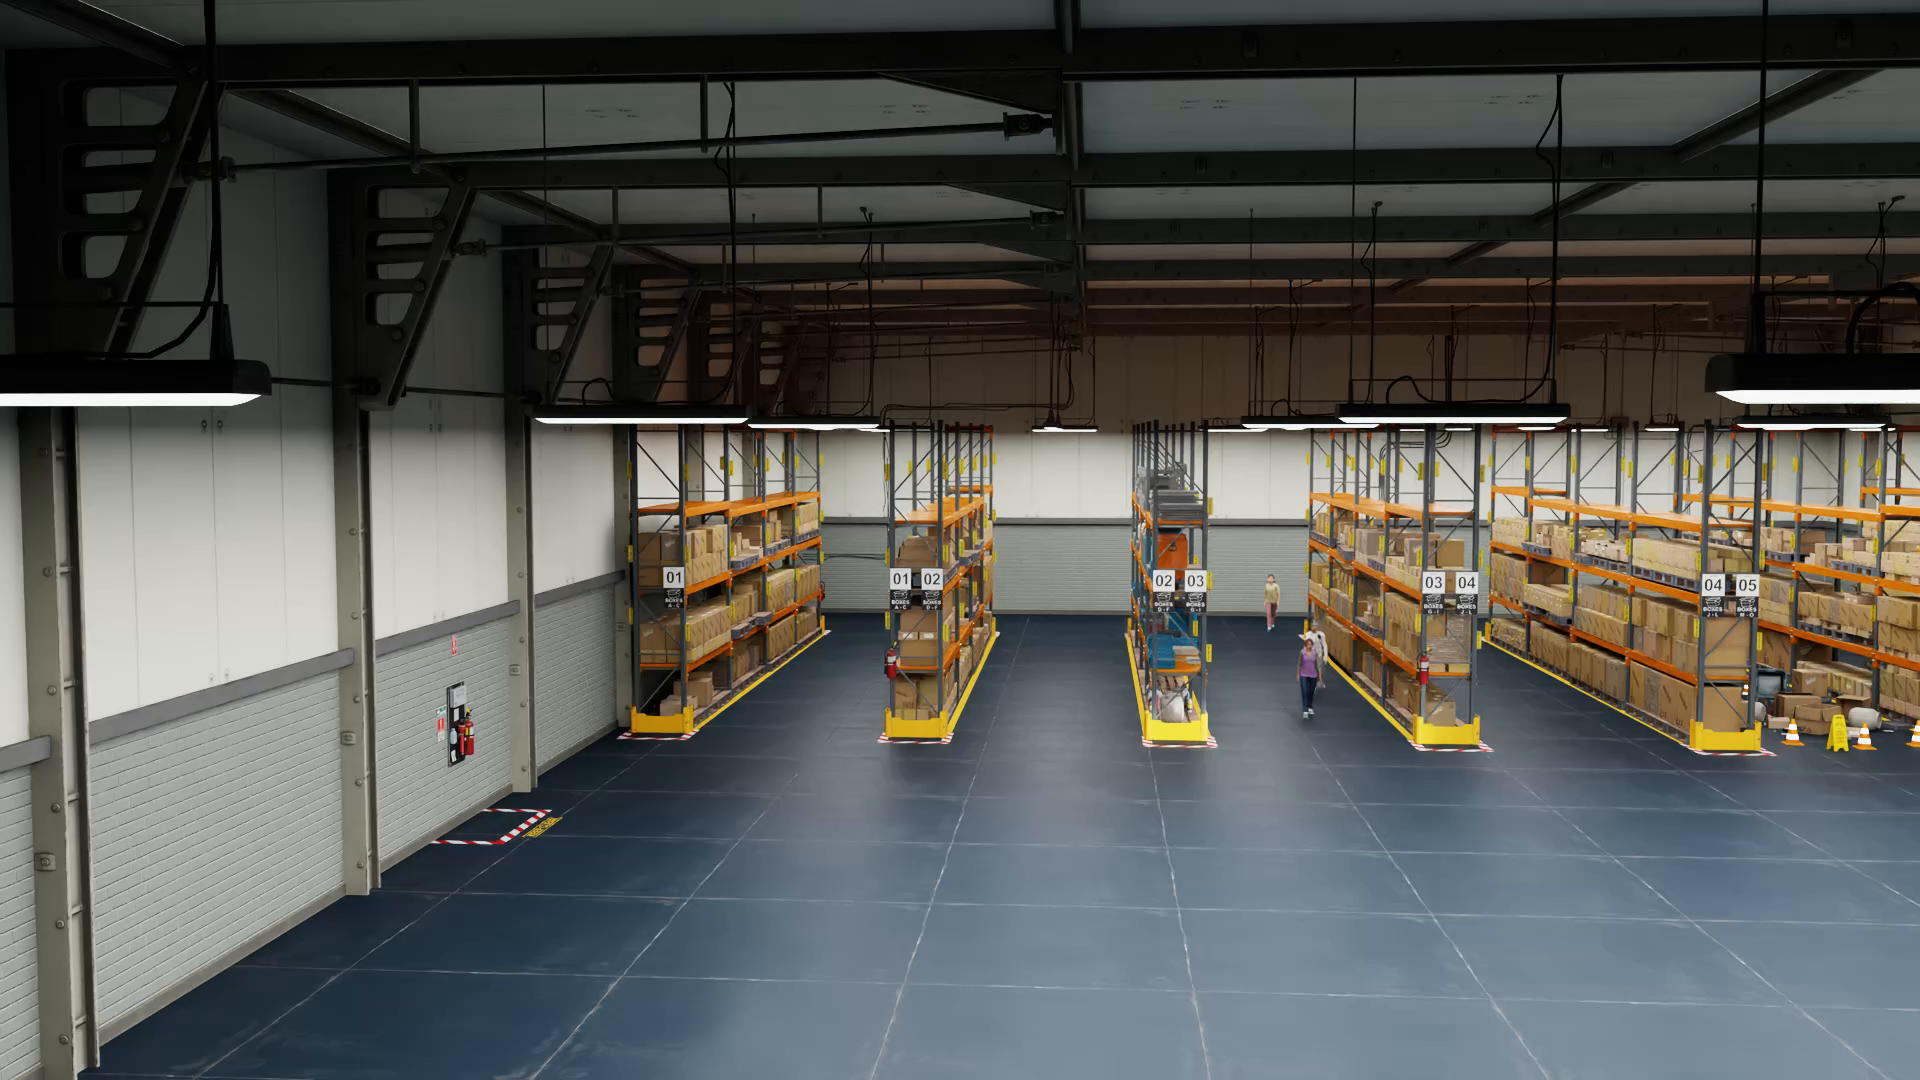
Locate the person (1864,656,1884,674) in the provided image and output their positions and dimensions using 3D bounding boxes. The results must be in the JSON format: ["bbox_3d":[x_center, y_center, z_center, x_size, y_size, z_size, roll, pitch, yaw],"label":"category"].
[{"bbox_3d":[21.141,2.508,38.441,0.517,1.574,0.688,0,4,-3],"label":"person"}]

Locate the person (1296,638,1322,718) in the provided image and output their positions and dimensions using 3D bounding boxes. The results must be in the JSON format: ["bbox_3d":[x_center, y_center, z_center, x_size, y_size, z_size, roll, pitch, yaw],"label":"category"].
[{"bbox_3d":[7.095,2.790,33.768,0.483,1.569,0.708,0,4,5],"label":"person"}]

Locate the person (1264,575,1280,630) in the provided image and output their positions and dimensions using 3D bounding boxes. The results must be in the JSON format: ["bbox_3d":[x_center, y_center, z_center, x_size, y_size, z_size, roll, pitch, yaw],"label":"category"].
[{"bbox_3d":[9.146,1.820,48.701,0.451,1.604,1.064,0,4,7],"label":"person"}]

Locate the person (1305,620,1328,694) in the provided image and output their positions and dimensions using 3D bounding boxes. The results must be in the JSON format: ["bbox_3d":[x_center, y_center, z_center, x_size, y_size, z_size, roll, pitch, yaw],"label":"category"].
[{"bbox_3d":[7.897,2.567,36.869,0.508,1.636,0.941,1,4,14],"label":"person"}]
